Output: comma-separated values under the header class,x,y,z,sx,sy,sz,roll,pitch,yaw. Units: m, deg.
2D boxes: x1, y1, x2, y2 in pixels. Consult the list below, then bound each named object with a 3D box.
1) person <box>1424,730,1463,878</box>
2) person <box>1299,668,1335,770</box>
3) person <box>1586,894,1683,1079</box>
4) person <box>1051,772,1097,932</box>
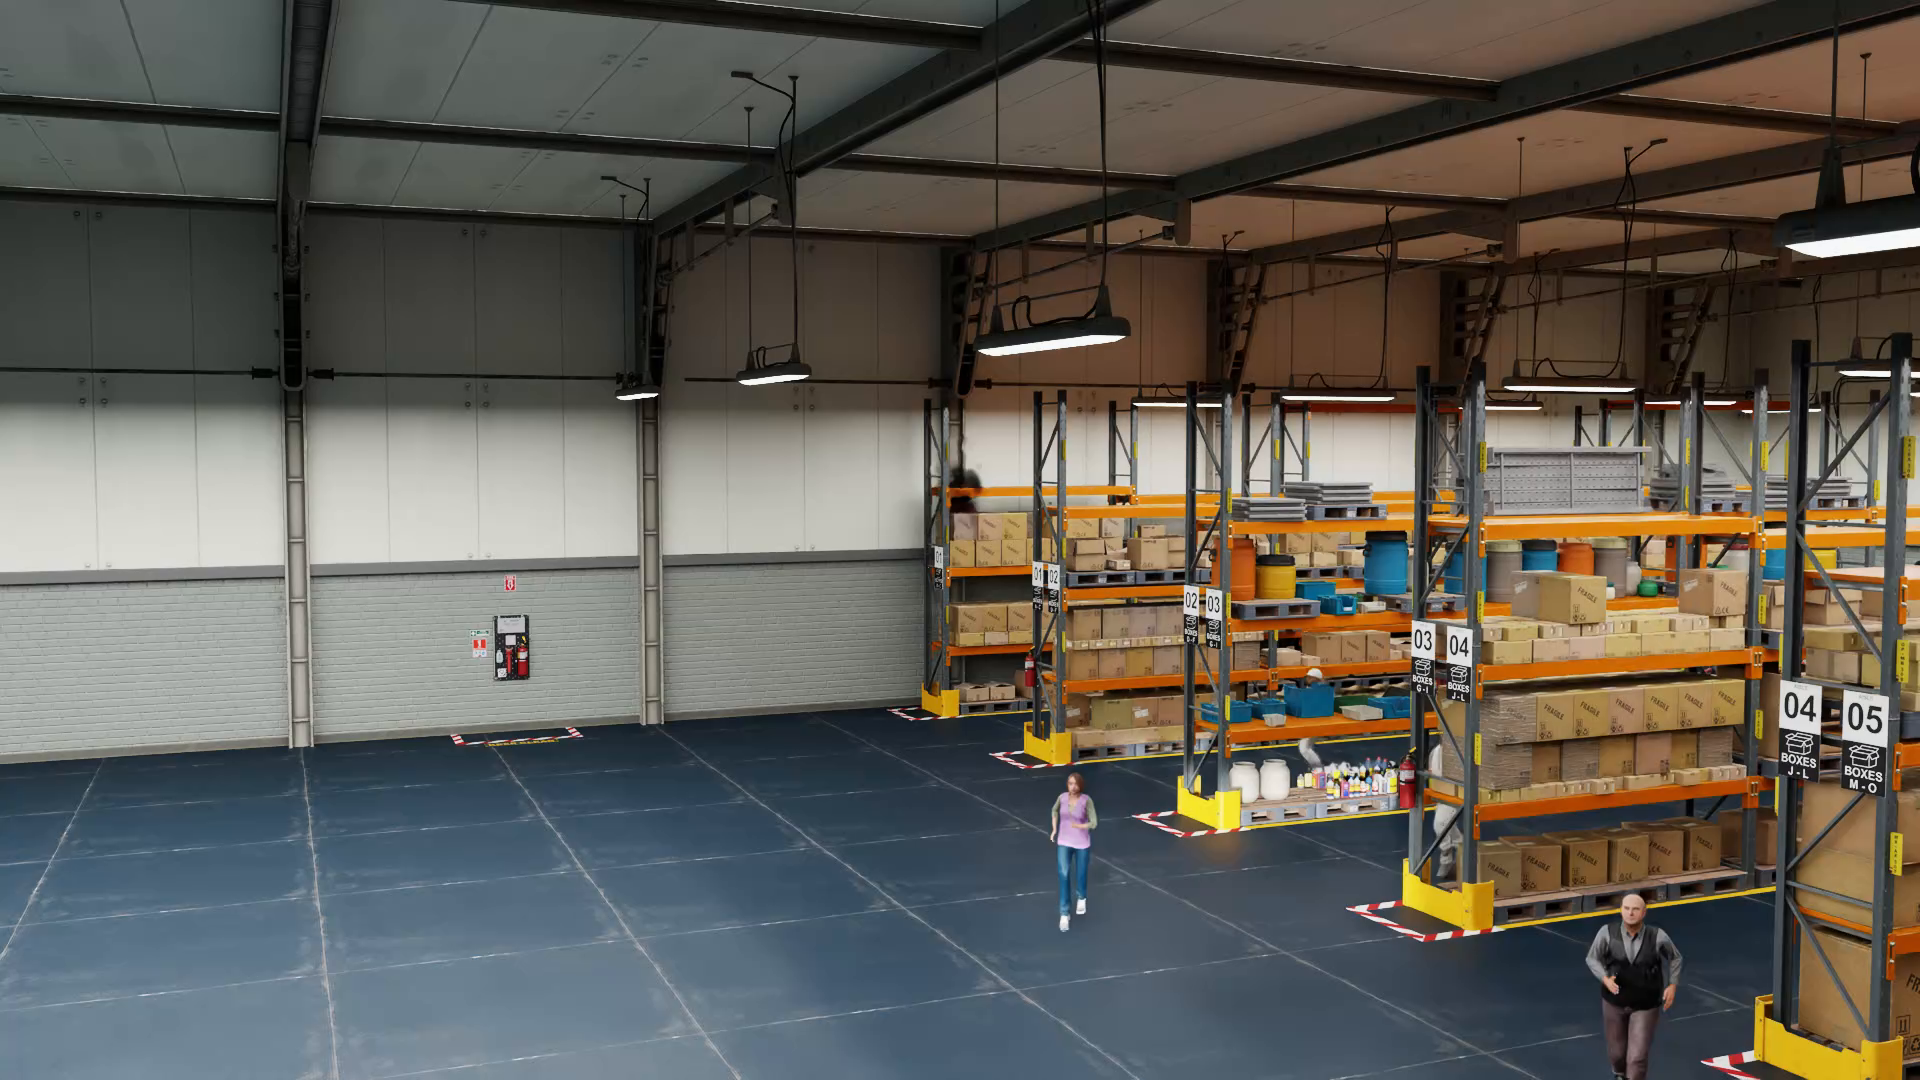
class,x,y,z,sx,sy,sz,roll,pitch,yaw
person,5.830,3.106,19.893,0.764,1.836,0.630,-2,4,-25
person,5.276,2.813,25.087,0.626,1.750,0.680,-1,4,-23
person,5.134,3.555,12.697,0.679,1.738,0.847,2,4,28
person,1.222,3.298,17.849,0.517,1.632,0.754,1,3,9
